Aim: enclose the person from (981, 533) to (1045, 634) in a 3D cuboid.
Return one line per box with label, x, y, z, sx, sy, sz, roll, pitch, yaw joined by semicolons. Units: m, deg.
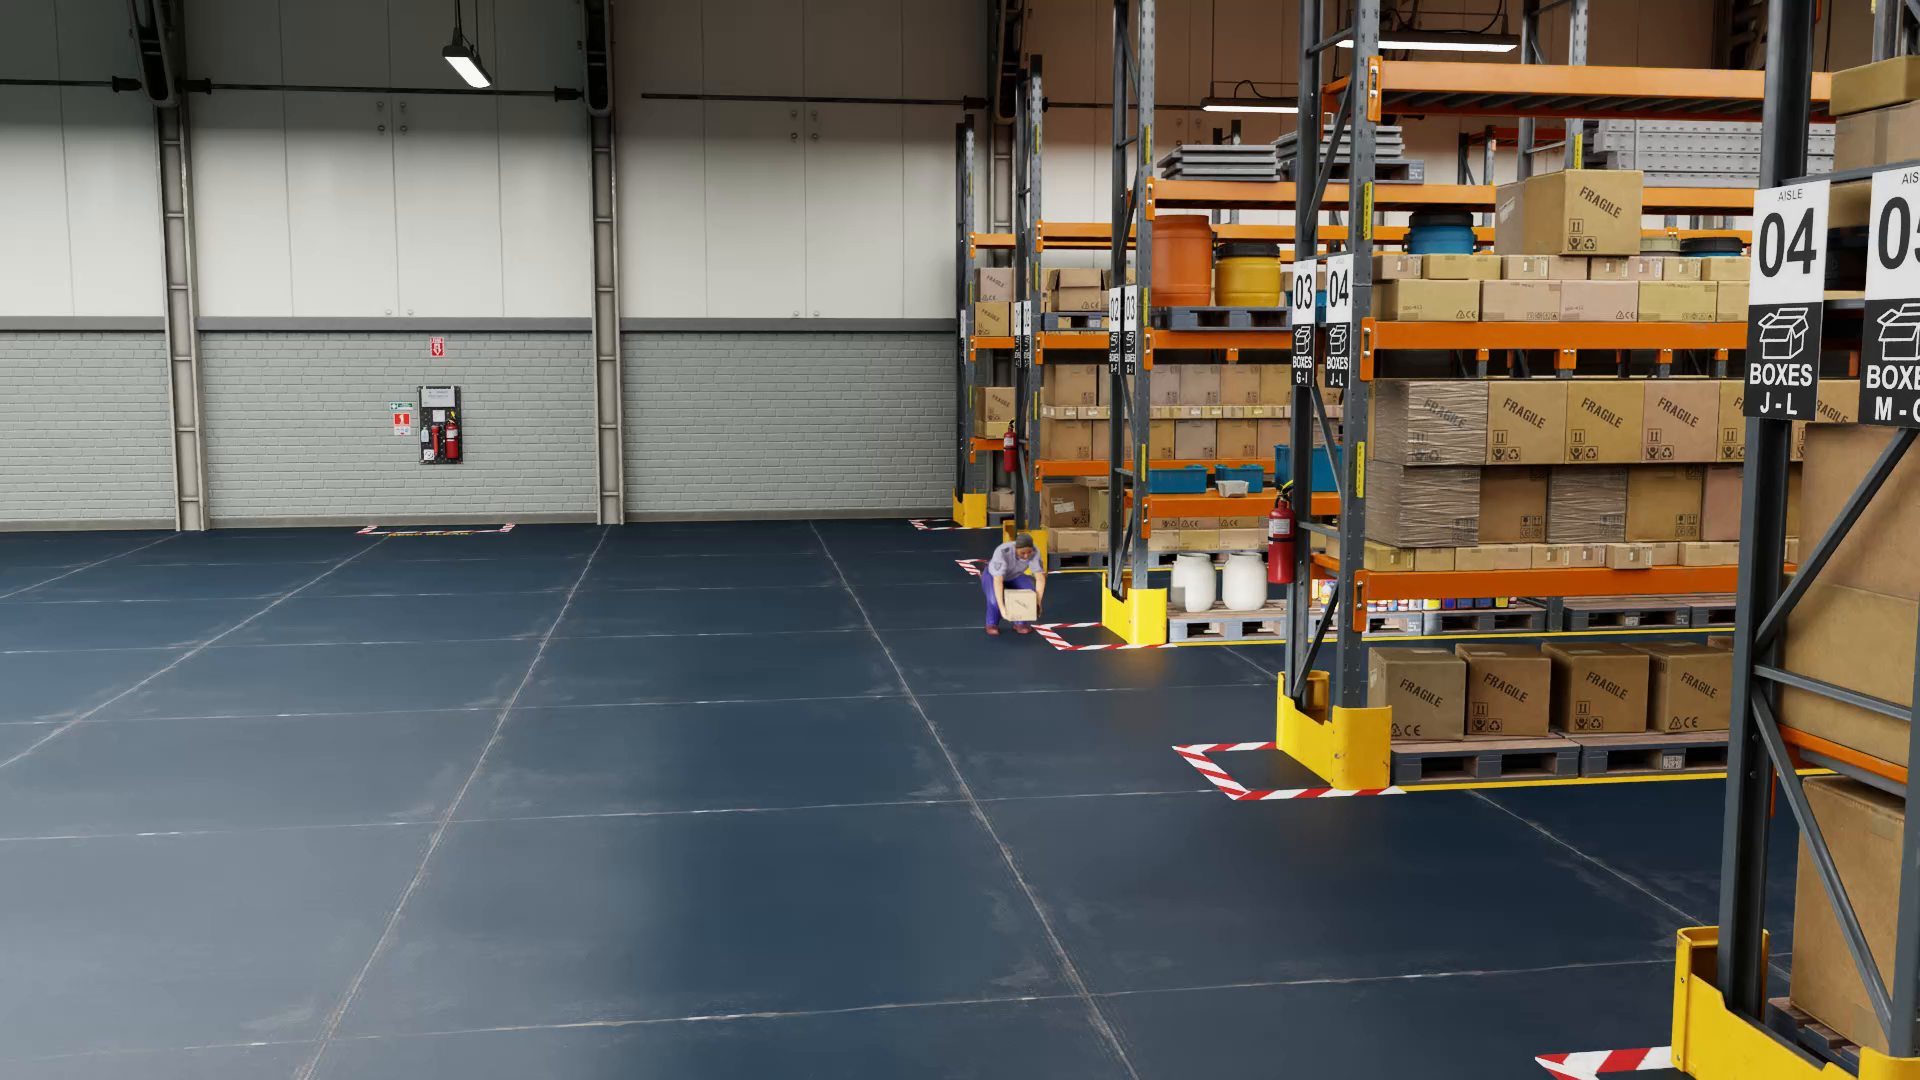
person;0.490;0.393;15.467;0.528;0.975;0.817;-1;7;-12
